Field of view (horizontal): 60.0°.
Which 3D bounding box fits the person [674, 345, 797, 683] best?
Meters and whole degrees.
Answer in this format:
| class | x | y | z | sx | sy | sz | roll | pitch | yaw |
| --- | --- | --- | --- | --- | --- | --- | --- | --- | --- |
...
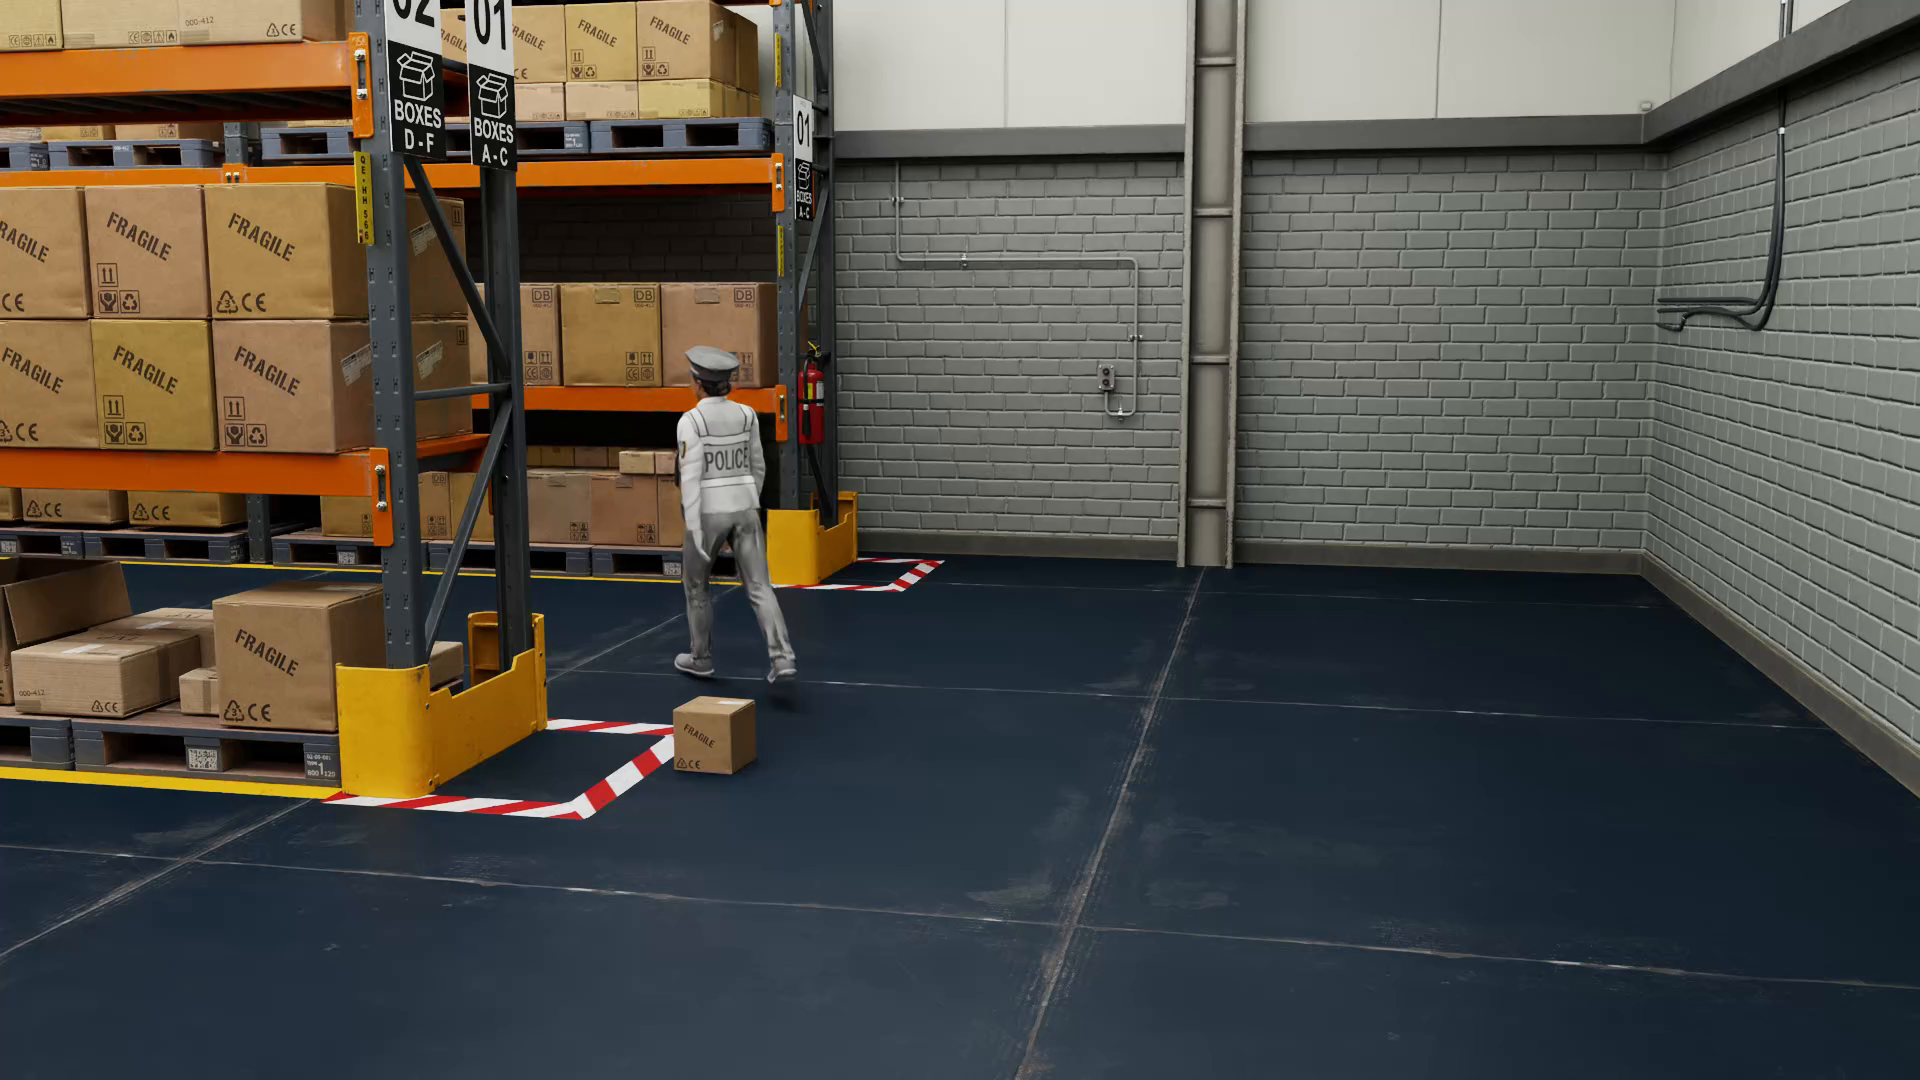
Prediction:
| class | x | y | z | sx | sy | sz | roll | pitch | yaw |
| --- | --- | --- | --- | --- | --- | --- | --- | --- | --- |
| person | -1.119 | -0.108 | 7.990 | 0.498 | 1.642 | 0.989 | -5 | 9 | -32 |
